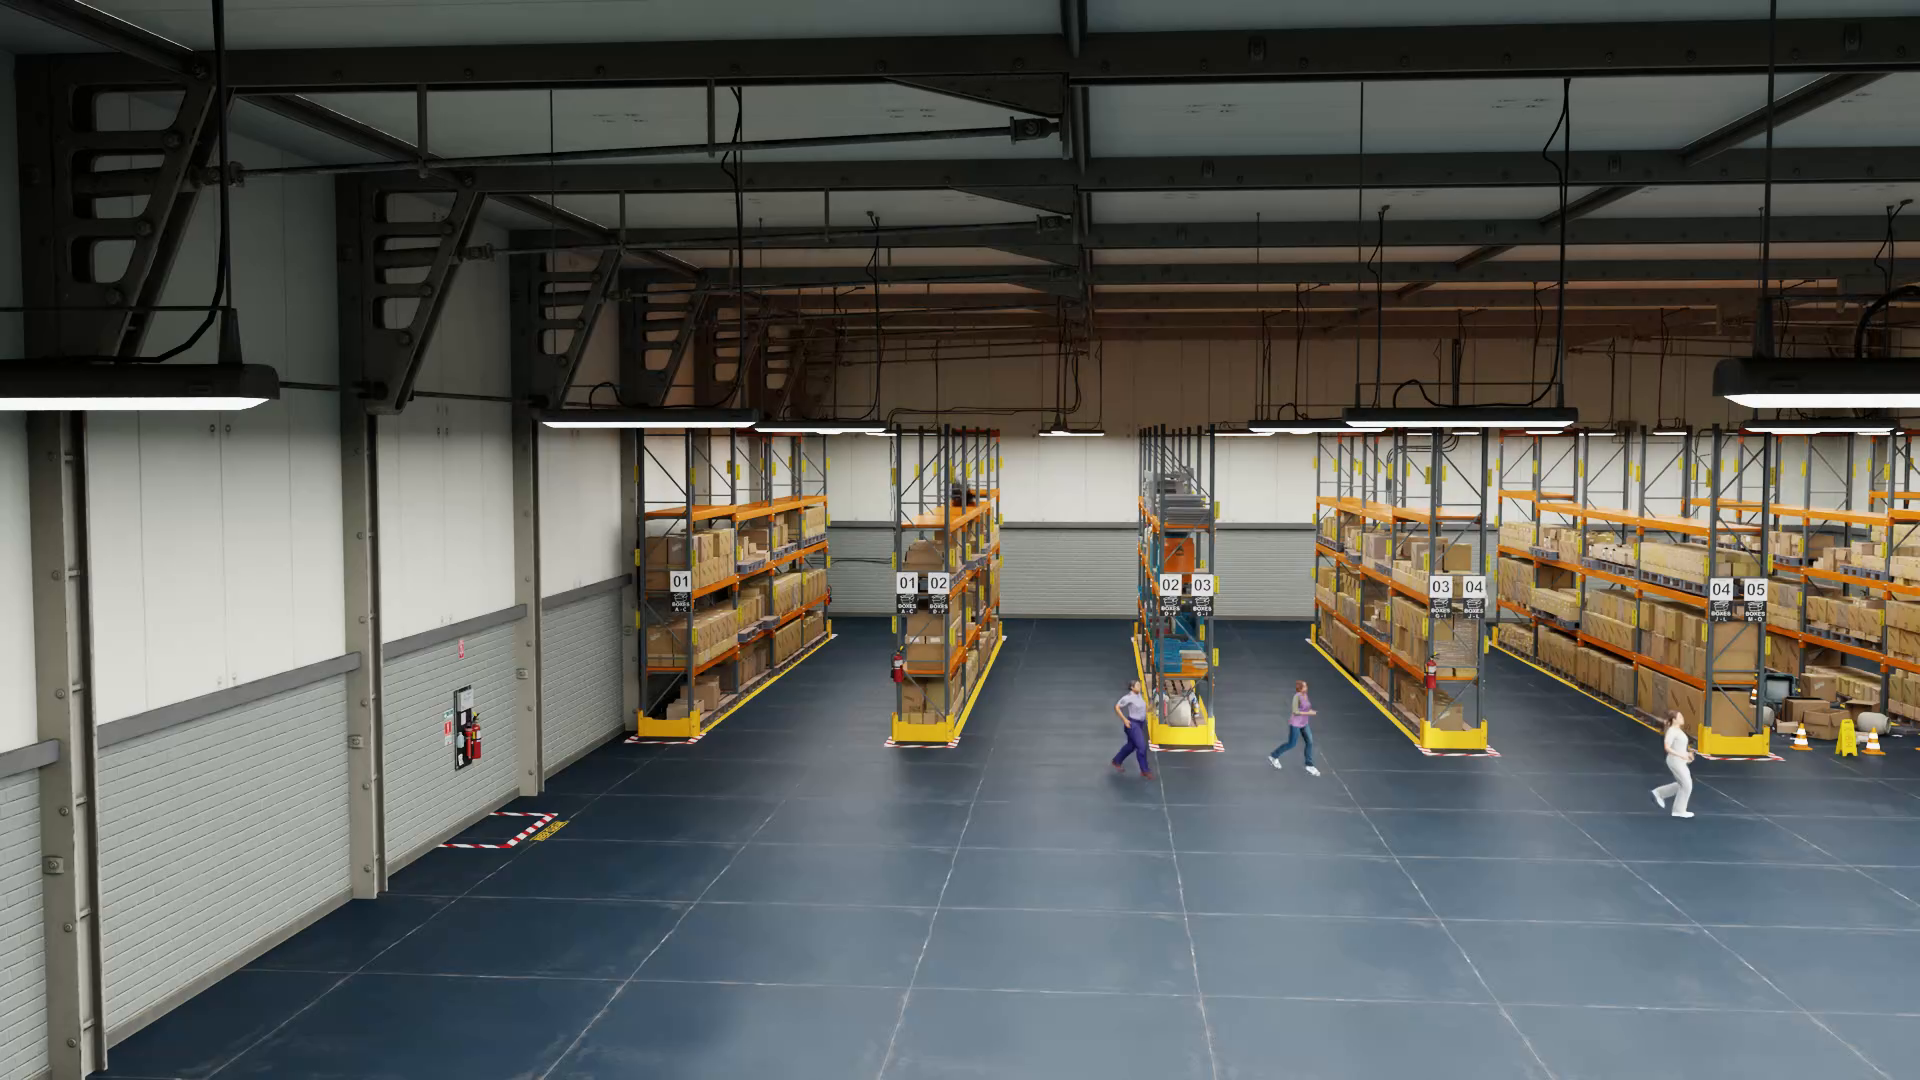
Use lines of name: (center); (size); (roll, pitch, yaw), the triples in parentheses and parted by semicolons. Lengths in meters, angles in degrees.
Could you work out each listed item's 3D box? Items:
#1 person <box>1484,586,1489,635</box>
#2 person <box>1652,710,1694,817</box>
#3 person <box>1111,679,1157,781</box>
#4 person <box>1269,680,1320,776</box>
person: (14.818, 2.019, 47.348); (0.751, 1.651, 0.678); (-1, 4, -9)
person: (10.813, 3.373, 25.207); (0.609, 1.619, 0.563); (2, 4, 34)
person: (2.935, 3.178, 28.048); (0.895, 1.671, 0.594); (2, 4, 26)
person: (5.749, 3.189, 28.455); (0.874, 1.619, 0.541); (3, 4, 39)
